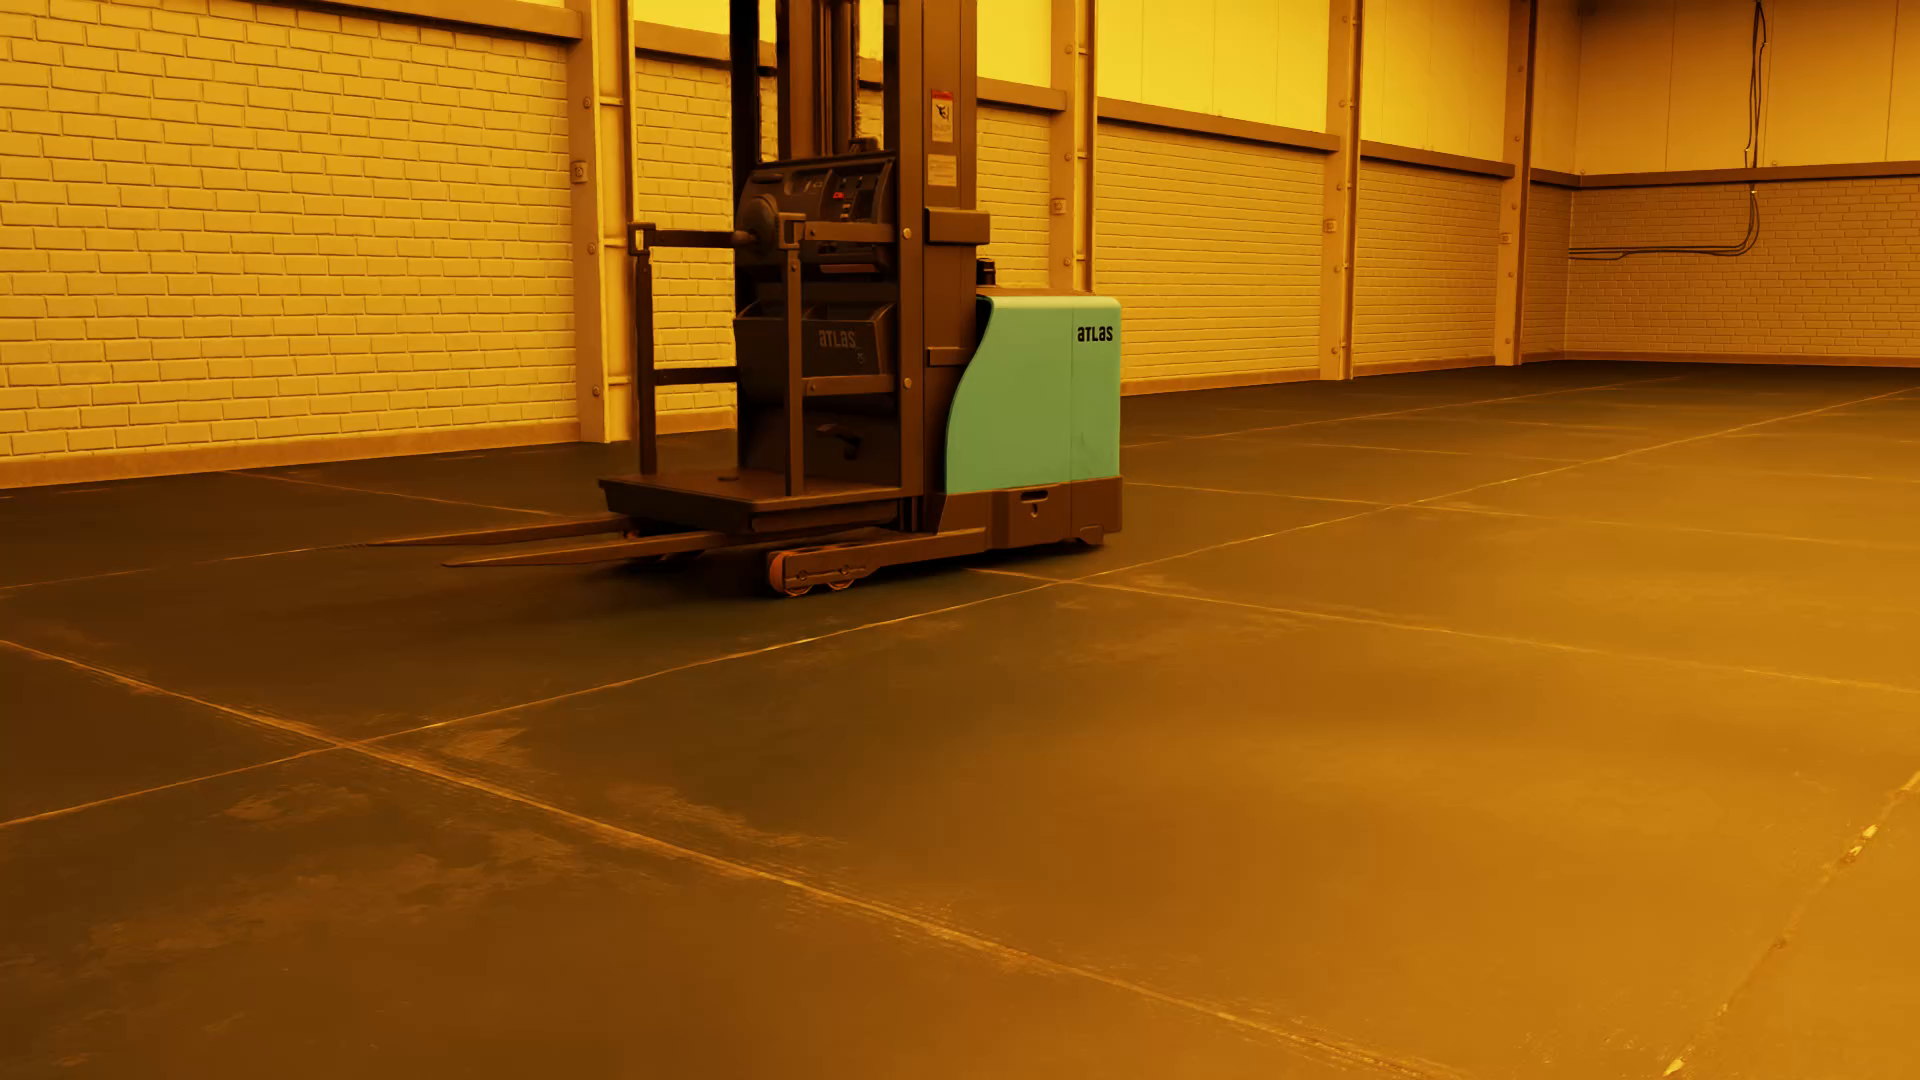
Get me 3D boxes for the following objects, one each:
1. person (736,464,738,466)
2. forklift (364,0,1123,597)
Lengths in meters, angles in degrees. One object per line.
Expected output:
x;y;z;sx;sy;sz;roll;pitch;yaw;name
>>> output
-0.627;-0.923;8.458;0.989;1.595;1.046;-6;10;-36;person
-0.731;-1.330;6.373;3.031;2.935;1.130;-7;11;-41;forklift
